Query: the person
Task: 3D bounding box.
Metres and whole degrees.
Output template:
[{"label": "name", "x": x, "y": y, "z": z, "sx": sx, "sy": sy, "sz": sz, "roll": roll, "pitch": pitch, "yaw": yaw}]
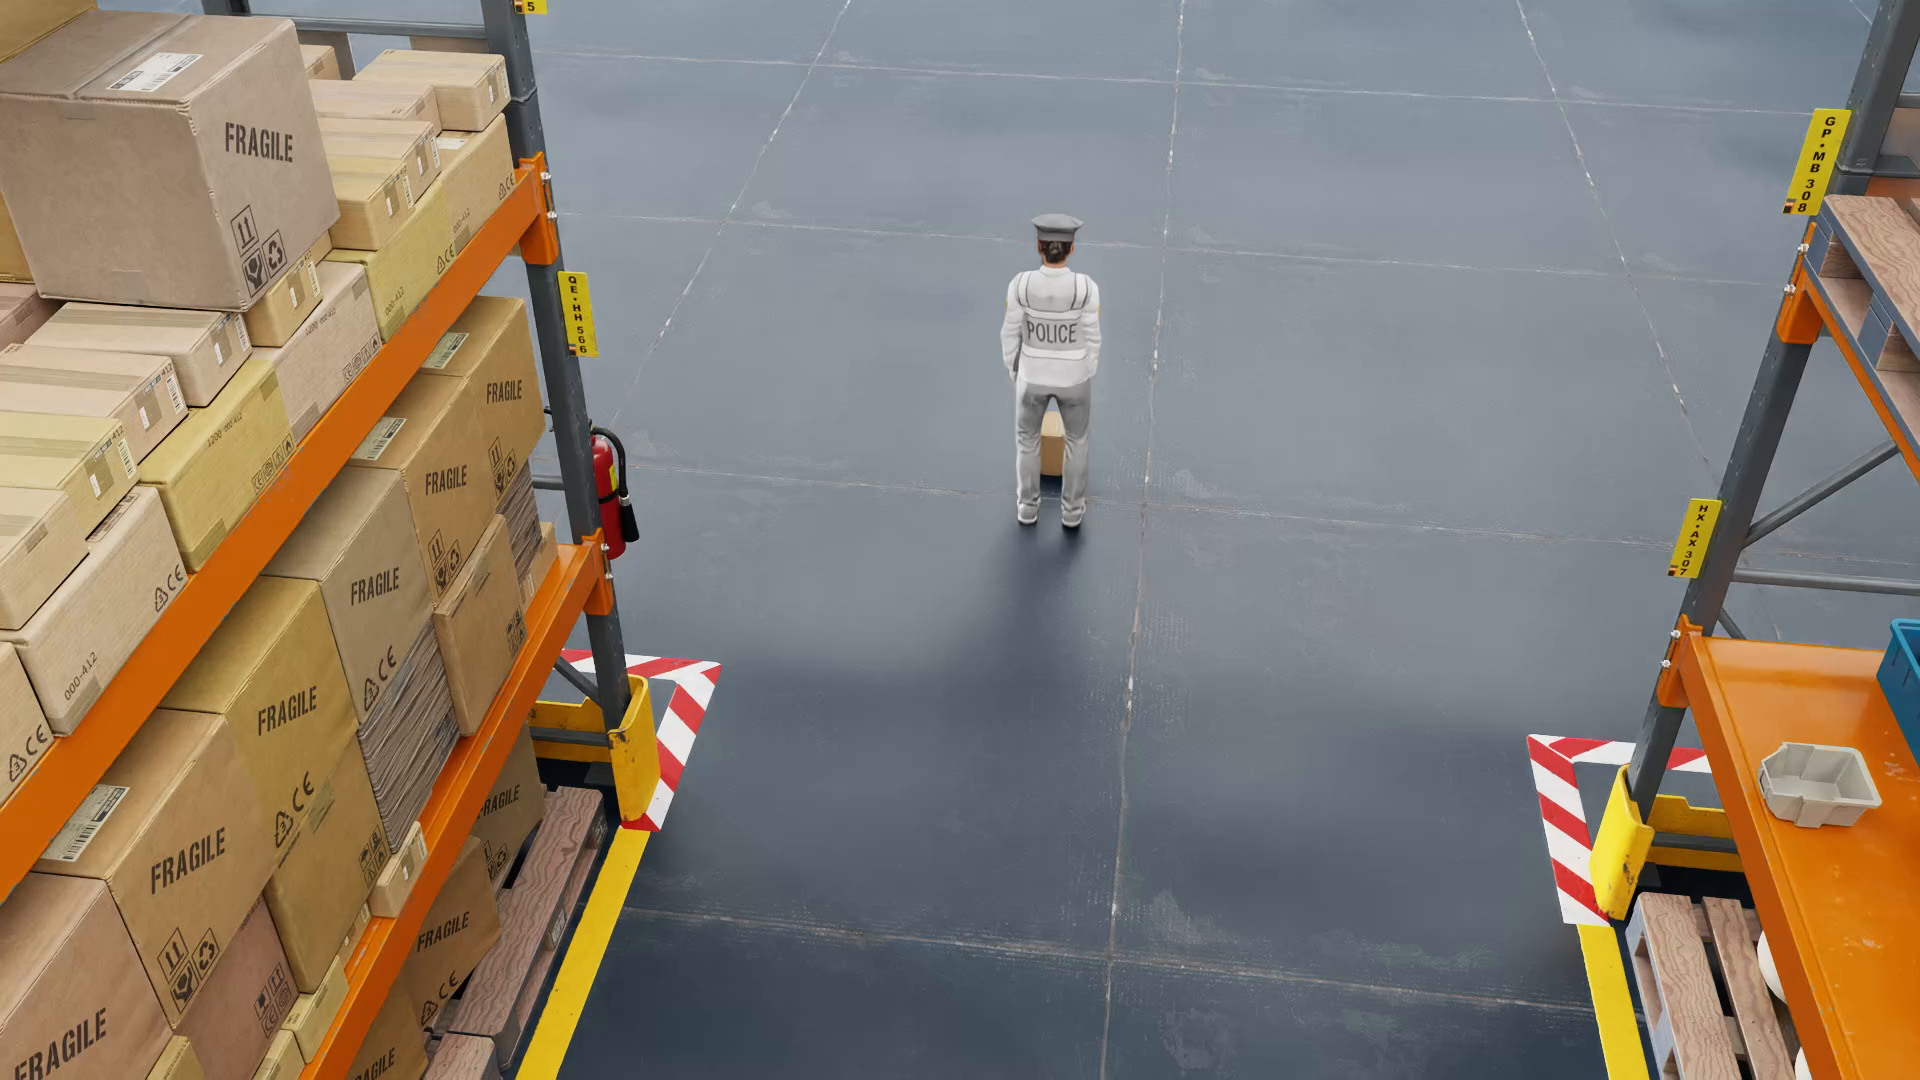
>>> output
[{"label": "person", "x": 0.441, "y": -0.803, "z": 8.151, "sx": 0.485, "sy": 1.652, "sz": 0.381, "roll": 5, "pitch": 37, "yaw": 7}]
